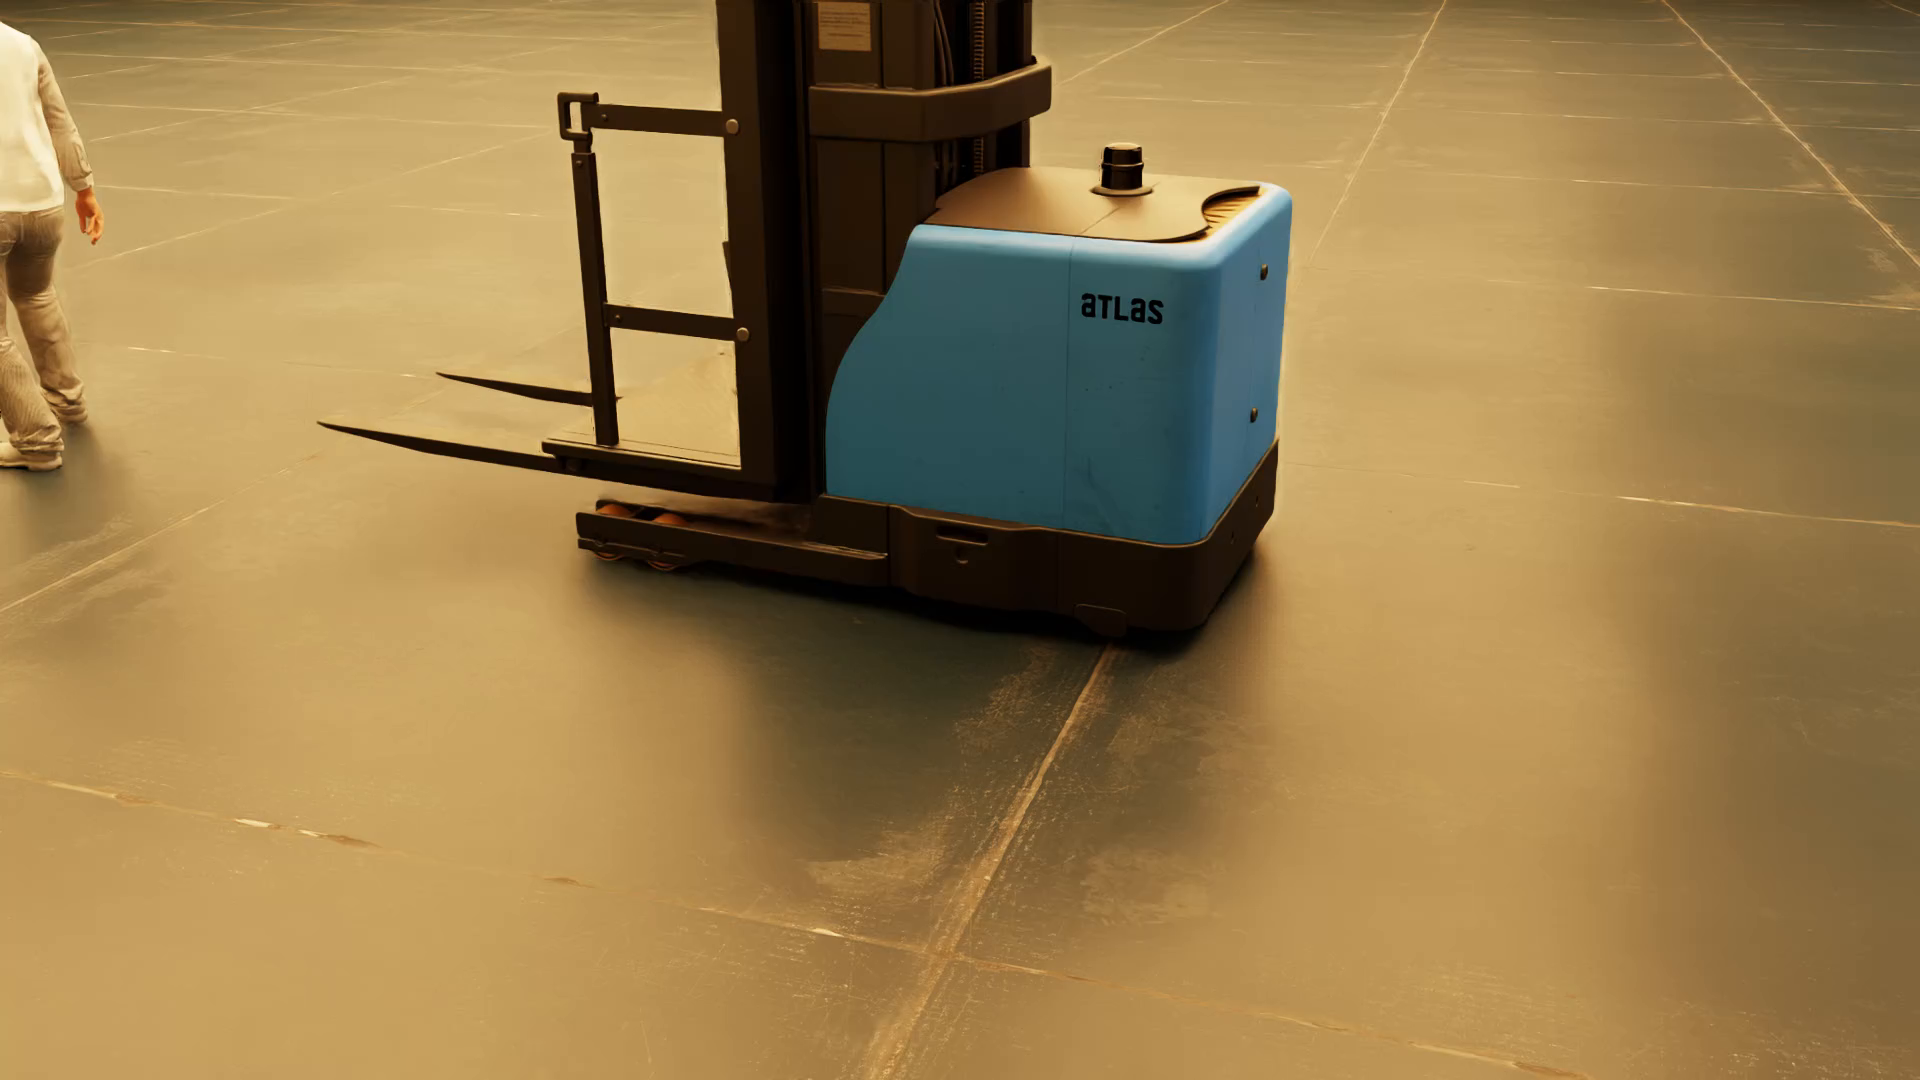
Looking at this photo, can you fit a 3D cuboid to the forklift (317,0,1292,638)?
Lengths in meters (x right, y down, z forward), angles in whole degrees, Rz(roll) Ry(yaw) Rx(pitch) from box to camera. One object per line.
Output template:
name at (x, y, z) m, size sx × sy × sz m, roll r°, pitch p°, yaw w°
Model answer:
forklift at (-0.597, -1.439, 4.766) m, size 3.031 × 2.935 × 1.130 m, roll 9°, pitch 24°, yaw 20°

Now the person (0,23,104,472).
person at (-3.276, -1.140, 5.618) m, size 0.634 × 1.733 × 0.656 m, roll 14°, pitch 26°, yaw 30°
